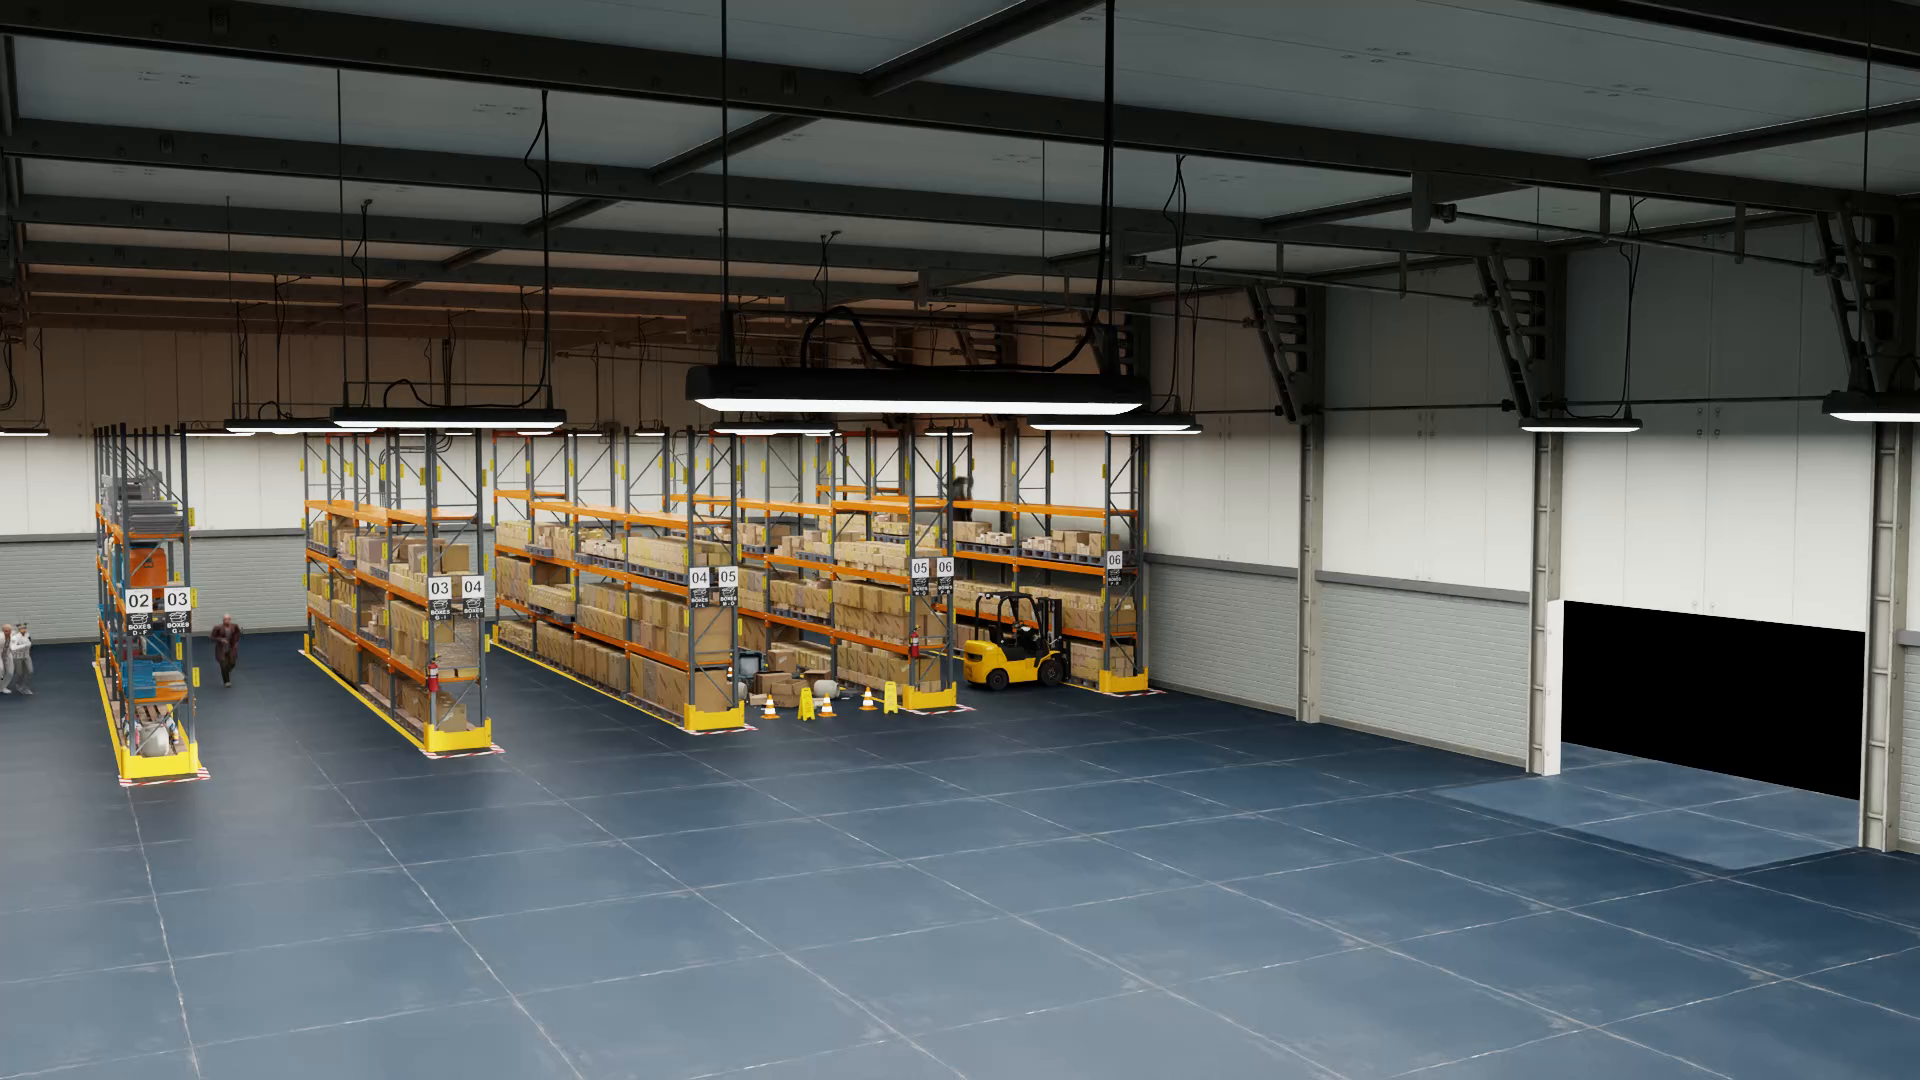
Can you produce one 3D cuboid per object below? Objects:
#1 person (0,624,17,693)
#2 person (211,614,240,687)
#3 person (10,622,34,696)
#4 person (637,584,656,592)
[{"bbox_3d":[-21.677,2.669,37.566,0.988,1.583,0.726,3,5,41],"label":"person"},{"bbox_3d":[-16.895,2.551,38.327,0.671,1.698,0.761,-2,4,-32],"label":"person"},{"bbox_3d":[-21.037,2.649,37.208,0.809,1.654,0.555,3,4,36],"label":"person"},{"bbox_3d":[-9.790,1.710,52.201,0.662,1.734,0.805,2,4,27],"label":"person"}]
